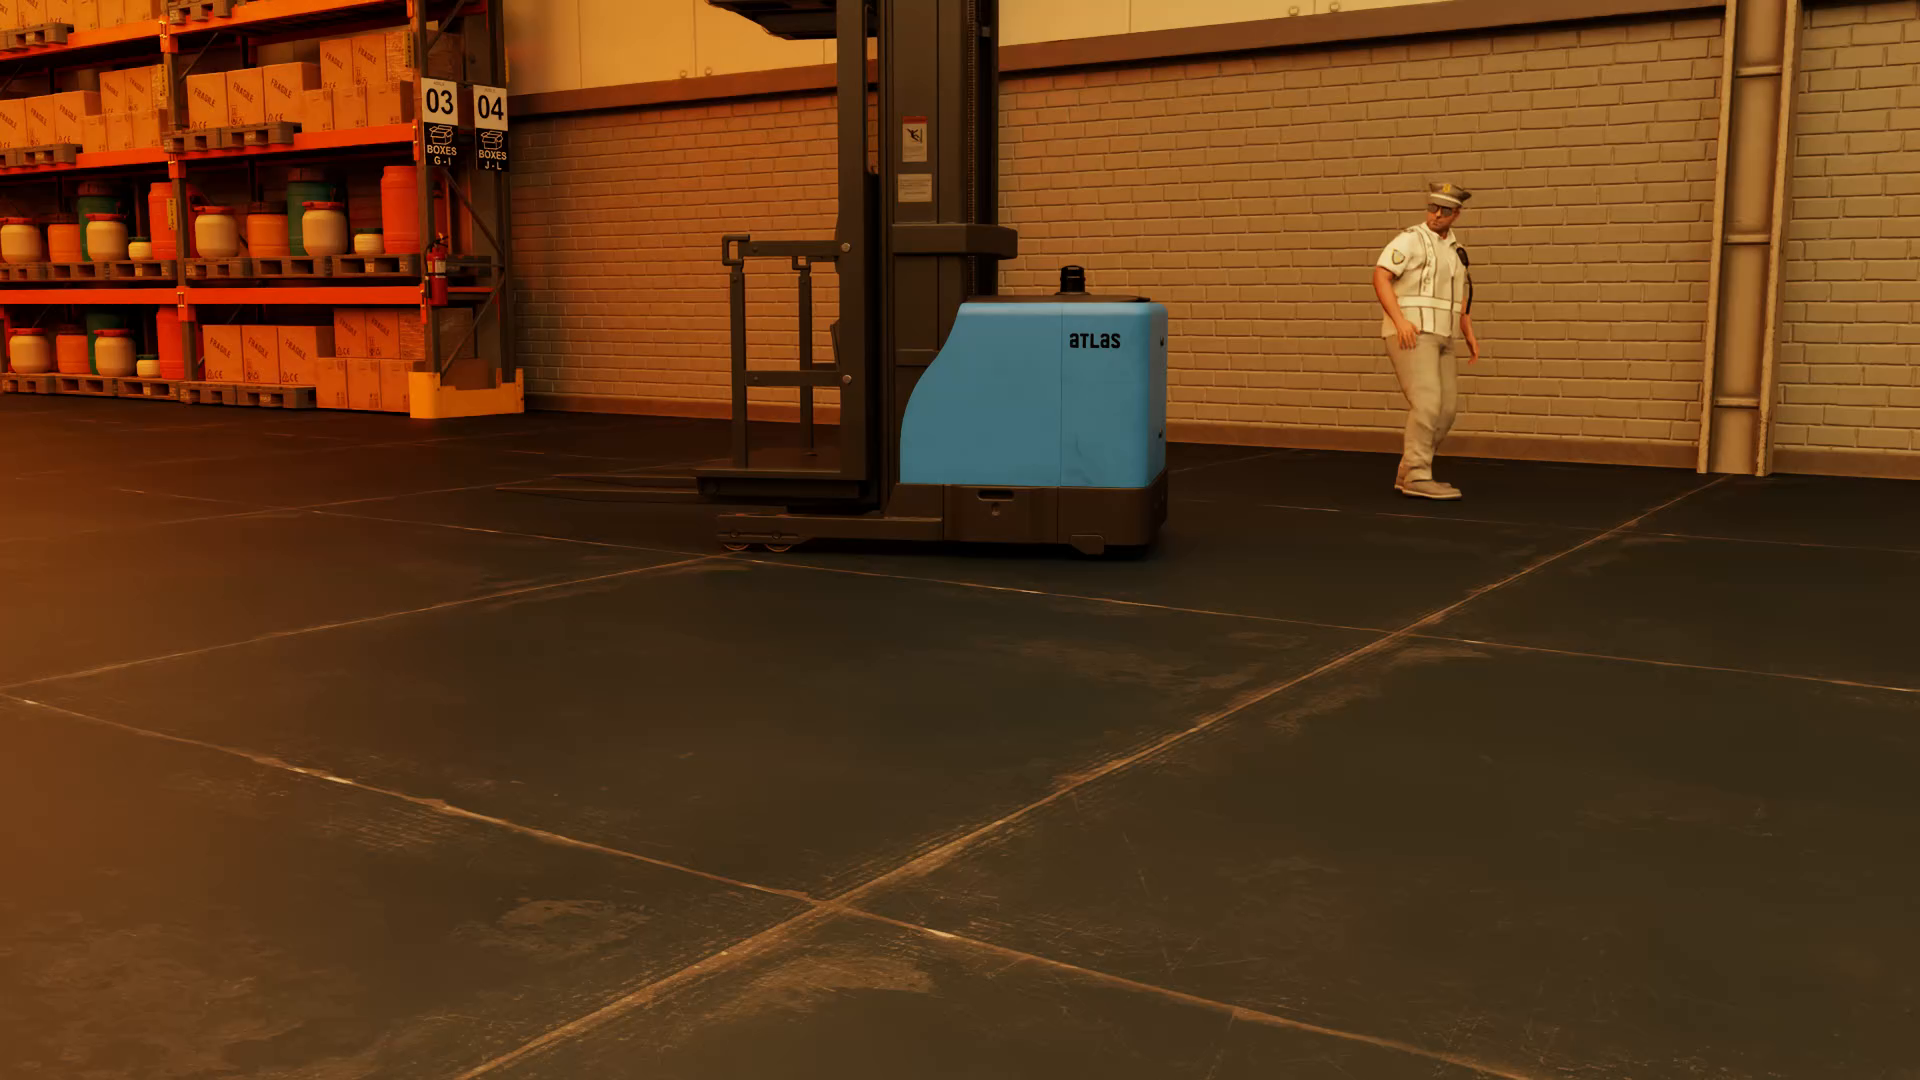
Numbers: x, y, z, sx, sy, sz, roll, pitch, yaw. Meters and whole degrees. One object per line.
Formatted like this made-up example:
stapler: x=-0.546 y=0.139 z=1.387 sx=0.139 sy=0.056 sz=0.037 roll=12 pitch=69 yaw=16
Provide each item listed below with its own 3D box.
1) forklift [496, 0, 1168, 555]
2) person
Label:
forklift: x=-0.596 y=-1.469 z=7.520 sx=3.031 sy=2.935 sz=1.130 roll=2 pitch=8 yaw=12
person: x=2.667 y=-1.114 z=9.283 sx=0.531 sy=1.736 sz=0.742 roll=8 pitch=11 yaw=44
